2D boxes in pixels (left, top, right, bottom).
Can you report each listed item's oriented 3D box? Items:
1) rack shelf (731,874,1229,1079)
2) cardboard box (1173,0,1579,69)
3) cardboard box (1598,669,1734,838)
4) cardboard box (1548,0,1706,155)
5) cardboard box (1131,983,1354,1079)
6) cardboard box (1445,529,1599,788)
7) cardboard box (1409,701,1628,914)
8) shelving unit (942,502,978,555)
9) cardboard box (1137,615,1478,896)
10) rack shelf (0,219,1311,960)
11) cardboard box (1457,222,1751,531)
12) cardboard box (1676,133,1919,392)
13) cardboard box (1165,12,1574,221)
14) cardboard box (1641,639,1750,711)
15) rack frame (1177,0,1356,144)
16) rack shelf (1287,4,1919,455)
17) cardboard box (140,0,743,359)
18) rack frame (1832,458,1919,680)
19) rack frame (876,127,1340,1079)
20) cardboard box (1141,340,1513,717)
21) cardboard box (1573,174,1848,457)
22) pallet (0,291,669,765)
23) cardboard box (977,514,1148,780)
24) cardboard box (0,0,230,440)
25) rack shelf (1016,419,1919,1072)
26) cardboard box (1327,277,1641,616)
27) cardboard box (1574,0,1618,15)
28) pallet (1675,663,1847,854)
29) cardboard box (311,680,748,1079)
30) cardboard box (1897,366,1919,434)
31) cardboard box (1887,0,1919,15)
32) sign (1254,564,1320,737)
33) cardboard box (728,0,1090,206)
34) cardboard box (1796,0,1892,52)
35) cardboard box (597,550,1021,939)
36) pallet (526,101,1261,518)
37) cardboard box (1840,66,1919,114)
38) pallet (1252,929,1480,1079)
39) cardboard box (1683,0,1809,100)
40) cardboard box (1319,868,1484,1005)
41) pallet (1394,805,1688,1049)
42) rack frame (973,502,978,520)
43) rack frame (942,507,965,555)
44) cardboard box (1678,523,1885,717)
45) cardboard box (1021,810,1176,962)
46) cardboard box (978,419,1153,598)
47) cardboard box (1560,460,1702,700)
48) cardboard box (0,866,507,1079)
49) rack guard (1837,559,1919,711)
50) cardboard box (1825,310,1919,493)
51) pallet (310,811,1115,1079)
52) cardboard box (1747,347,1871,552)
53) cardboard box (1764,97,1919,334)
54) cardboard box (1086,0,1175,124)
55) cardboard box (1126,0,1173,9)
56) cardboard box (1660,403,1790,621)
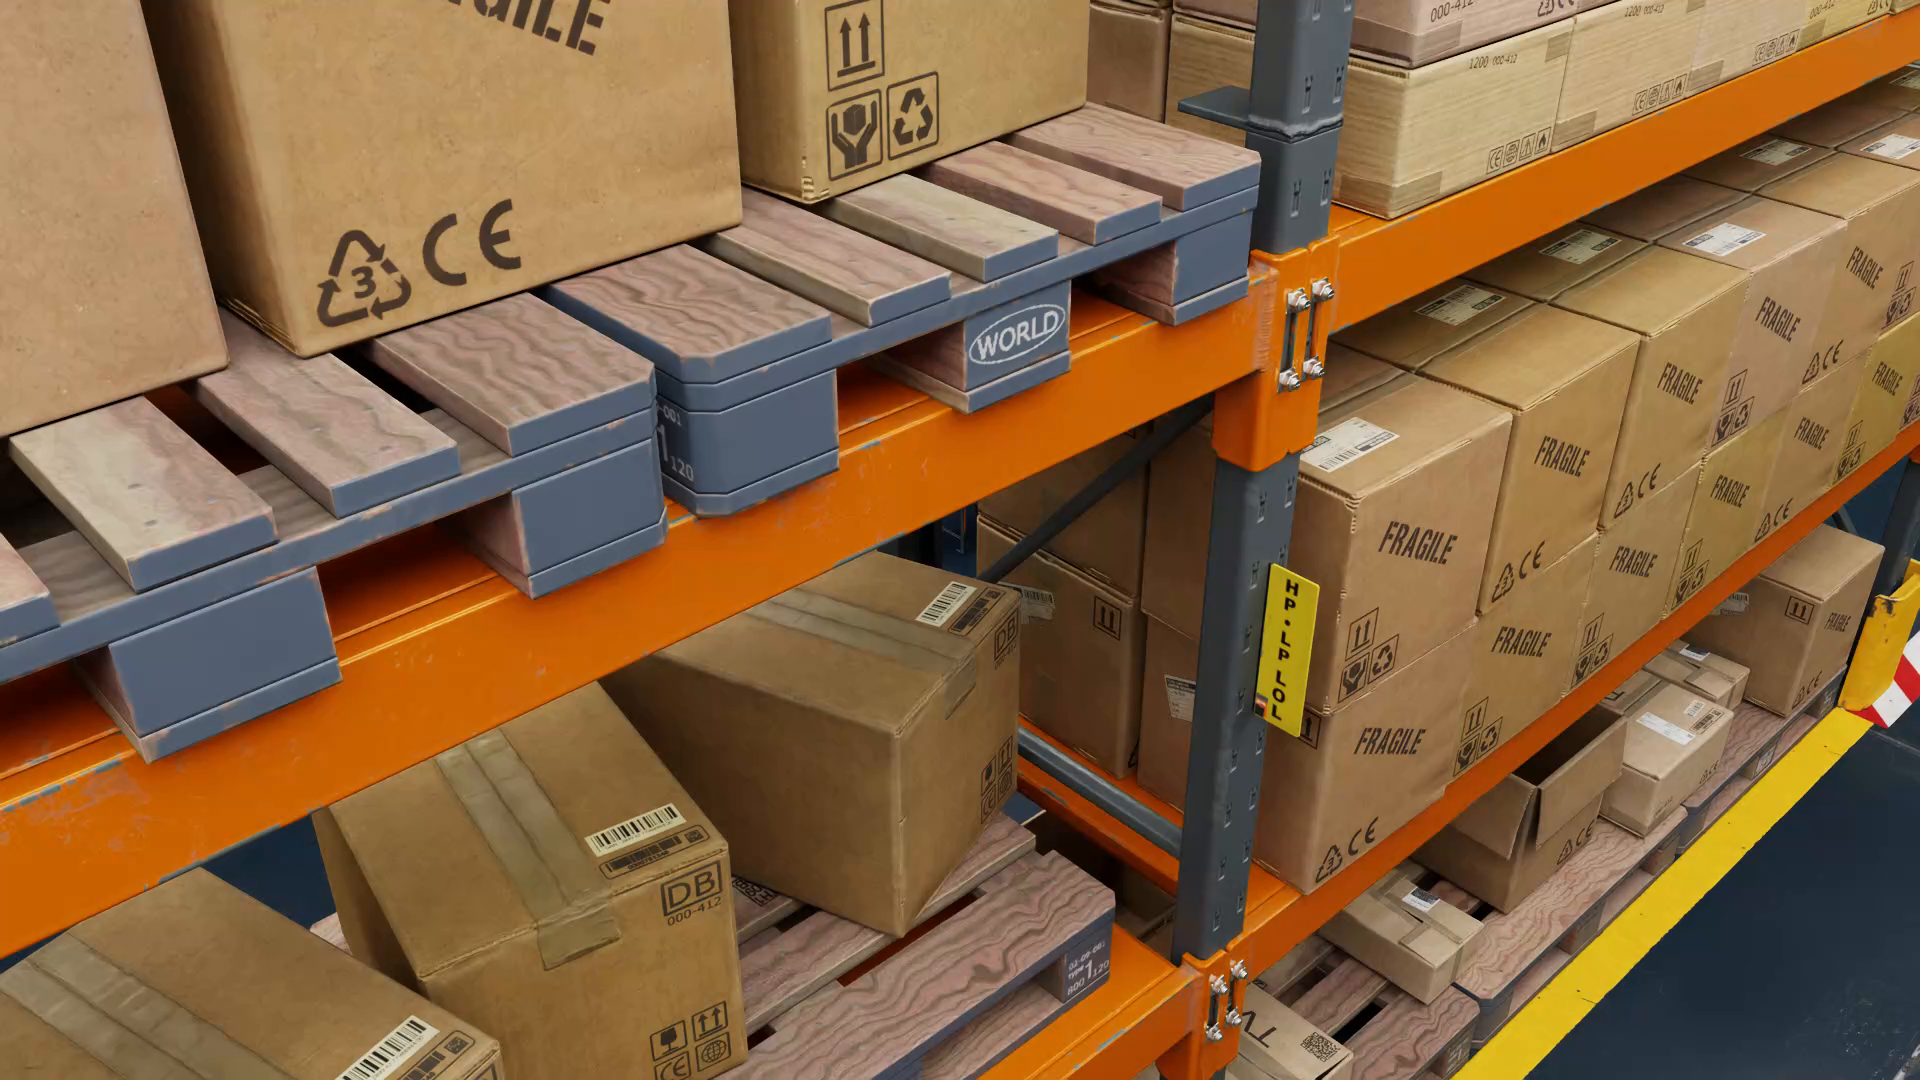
[{"bbox_3d":[-1.270,1.497,2.615,4.000,0.370,1.077,-26,40,-35],"label":"rack shelf"},{"bbox_3d":[0.722,-1.025,2.841,0.500,0.250,0.500,-26,40,-35],"label":"cardboard box"},{"bbox_3d":[2.181,0.660,5.509,0.500,0.250,0.500,-26,40,-35],"label":"cardboard box"},{"bbox_3d":[1.090,-0.988,3.259,0.500,0.250,0.500,-26,40,-35],"label":"cardboard box"},{"bbox_3d":[0.651,1.374,4.283,0.500,0.311,0.500,-26,40,-35],"label":"cardboard box"},{"bbox_3d":[1.128,0.179,3.986,0.500,0.500,0.500,-25,39,-35],"label":"cardboard box"},{"bbox_3d":[1.570,0.690,5.217,0.637,0.503,0.797,-26,40,-35],"label":"cardboard box"},{"bbox_3d":[0.039,-0.467,7.007,0.252,1.050,0.215,-26,40,-35],"label":"shelving unit"},{"bbox_3d":[0.755,0.362,3.687,0.500,0.500,0.500,-25,39,-34],"label":"cardboard box"},{"bbox_3d":[-1.270,0.218,1.833,4.000,0.370,1.077,-26,40,-35],"label":"rack shelf"},{"bbox_3d":[1.488,-0.413,3.996,0.500,0.500,0.500,-27,41,-37],"label":"cardboard box"},{"bbox_3d":[2.243,-0.779,4.594,0.500,0.500,0.500,-25,39,-34],"label":"cardboard box"},{"bbox_3d":[0.721,-0.812,2.972,0.500,0.250,0.500,-26,40,-35],"label":"cardboard box"},{"bbox_3d":[2.540,0.480,5.884,0.250,0.166,0.380,-26,40,-35],"label":"cardboard box"},{"bbox_3d":[0.196,-2.078,2.023,0.127,3.000,1.000,-26,40,-35],"label":"rack frame"},{"bbox_3d":[1.663,-1.201,4.153,4.000,0.370,1.077,-26,40,-35],"label":"rack shelf"},{"bbox_3d":[-0.698,-0.667,1.996,0.600,0.600,0.600,-26,40,-36],"label":"cardboard box"},{"bbox_3d":[3.129,-0.938,5.908,0.127,3.000,1.000,-26,40,-35],"label":"rack frame"},{"bbox_3d":[0.196,0.481,3.588,0.127,3.000,1.000,-26,40,-35],"label":"rack frame"},{"bbox_3d":[0.733,-0.048,3.398,0.500,0.500,0.500,-25,39,-34],"label":"cardboard box"},{"bbox_3d":[1.866,-0.596,4.296,0.500,0.500,0.500,-24,39,-34],"label":"cardboard box"},{"bbox_3d":[-1.088,-0.145,1.916,1.003,0.211,1.213,-26,40,-35],"label":"pallet"},{"bbox_3d":[0.388,0.163,4.012,0.500,0.500,0.500,-25,39,-35],"label":"cardboard box"},{"bbox_3d":[-1.200,-0.438,1.622,0.600,0.600,0.600,27,41,37],"label":"cardboard box"},{"bbox_3d":[1.663,0.079,4.936,4.000,0.370,1.077,-26,40,-35],"label":"rack shelf"},{"bbox_3d":[1.111,-0.231,3.698,0.500,0.500,0.500,-27,41,-37],"label":"cardboard box"},{"bbox_3d":[1.087,-1.203,3.132,0.500,0.250,0.500,-26,40,-35],"label":"cardboard box"},{"bbox_3d":[2.490,0.562,6.129,1.213,0.211,1.003,-26,40,-35],"label":"pallet"},{"bbox_3d":[-0.765,0.610,2.879,0.500,0.500,0.700,-19,36,-28],"label":"cardboard box"},{"bbox_3d":[2.986,-0.717,5.452,0.500,0.500,0.500,-24,39,-34],"label":"cardboard box"},{"bbox_3d":[2.200,-1.515,4.120,0.500,0.250,0.500,-26,40,-35],"label":"cardboard box"},{"bbox_3d":[0.576,0.198,2.941,0.005,0.325,0.100,-26,40,-35],"label":"sign"},{"bbox_3d":[-0.223,-0.913,2.397,0.600,0.600,0.600,25,39,35],"label":"cardboard box"},{"bbox_3d":[1.822,-1.344,3.840,0.500,0.250,0.500,-26,40,-35],"label":"cardboard box"},{"bbox_3d":[-0.303,0.342,3.317,0.700,0.500,0.500,15,35,23],"label":"cardboard box"},{"bbox_3d":[-0.330,-0.514,2.520,1.003,0.211,1.213,-26,40,-35],"label":"pallet"},{"bbox_3d":[2.990,-1.144,5.191,0.500,0.500,0.500,-26,40,-36],"label":"cardboard box"},{"bbox_3d":[0.700,1.428,4.713,1.213,0.211,1.003,-26,40,-35],"label":"pallet"},{"bbox_3d":[1.458,-1.165,3.548,0.500,0.250,0.500,-26,40,-35],"label":"cardboard box"},{"bbox_3d":[1.278,1.125,4.828,0.250,0.166,0.380,-26,40,-35],"label":"cardboard box"},{"bbox_3d":[1.595,0.993,5.424,1.213,0.211,1.003,-26,40,-35],"label":"pallet"},{"bbox_3d":[0.129,-0.510,7.078,0.008,1.050,0.200,-26,40,-35],"label":"rack frame"},{"bbox_3d":[-0.050,-0.424,6.936,0.008,1.050,0.200,-26,40,-35],"label":"rack frame"},{"bbox_3d":[2.898,0.228,5.976,0.500,0.500,0.500,-26,40,-35],"label":"cardboard box"},{"bbox_3d":[0.421,1.049,4.633,0.500,0.500,0.500,-26,40,-35],"label":"cardboard box"},{"bbox_3d":[0.391,-0.266,3.756,0.500,0.500,0.500,-26,40,-35],"label":"cardboard box"},{"bbox_3d":[1.497,0.003,4.275,0.500,0.500,0.500,-26,40,-36],"label":"cardboard box"},{"bbox_3d":[-1.057,0.910,2.389,0.700,0.500,0.500,18,36,27],"label":"cardboard box"},{"bbox_3d":[3.073,0.156,6.516,0.348,0.500,1.175,-26,40,-35],"label":"rack guard"},{"bbox_3d":[2.608,-0.532,5.149,0.500,0.500,0.500,-25,40,-35],"label":"cardboard box"},{"bbox_3d":[-0.464,0.805,3.243,1.213,0.211,1.003,-26,40,-35],"label":"pallet"},{"bbox_3d":[2.238,-0.357,4.863,0.500,0.500,0.500,-25,40,-35],"label":"cardboard box"},{"bbox_3d":[2.620,-0.964,4.897,0.500,0.500,0.500,-25,39,-34],"label":"cardboard box"},{"bbox_3d":[0.372,-1.009,3.293,0.500,0.250,0.500,-26,40,-35],"label":"cardboard box"},{"bbox_3d":[0.368,-1.224,3.166,0.500,0.250,0.500,-26,40,-35],"label":"cardboard box"},{"bbox_3d":[1.869,-0.178,4.571,0.500,0.500,0.500,-26,40,-36],"label":"cardboard box"}]
